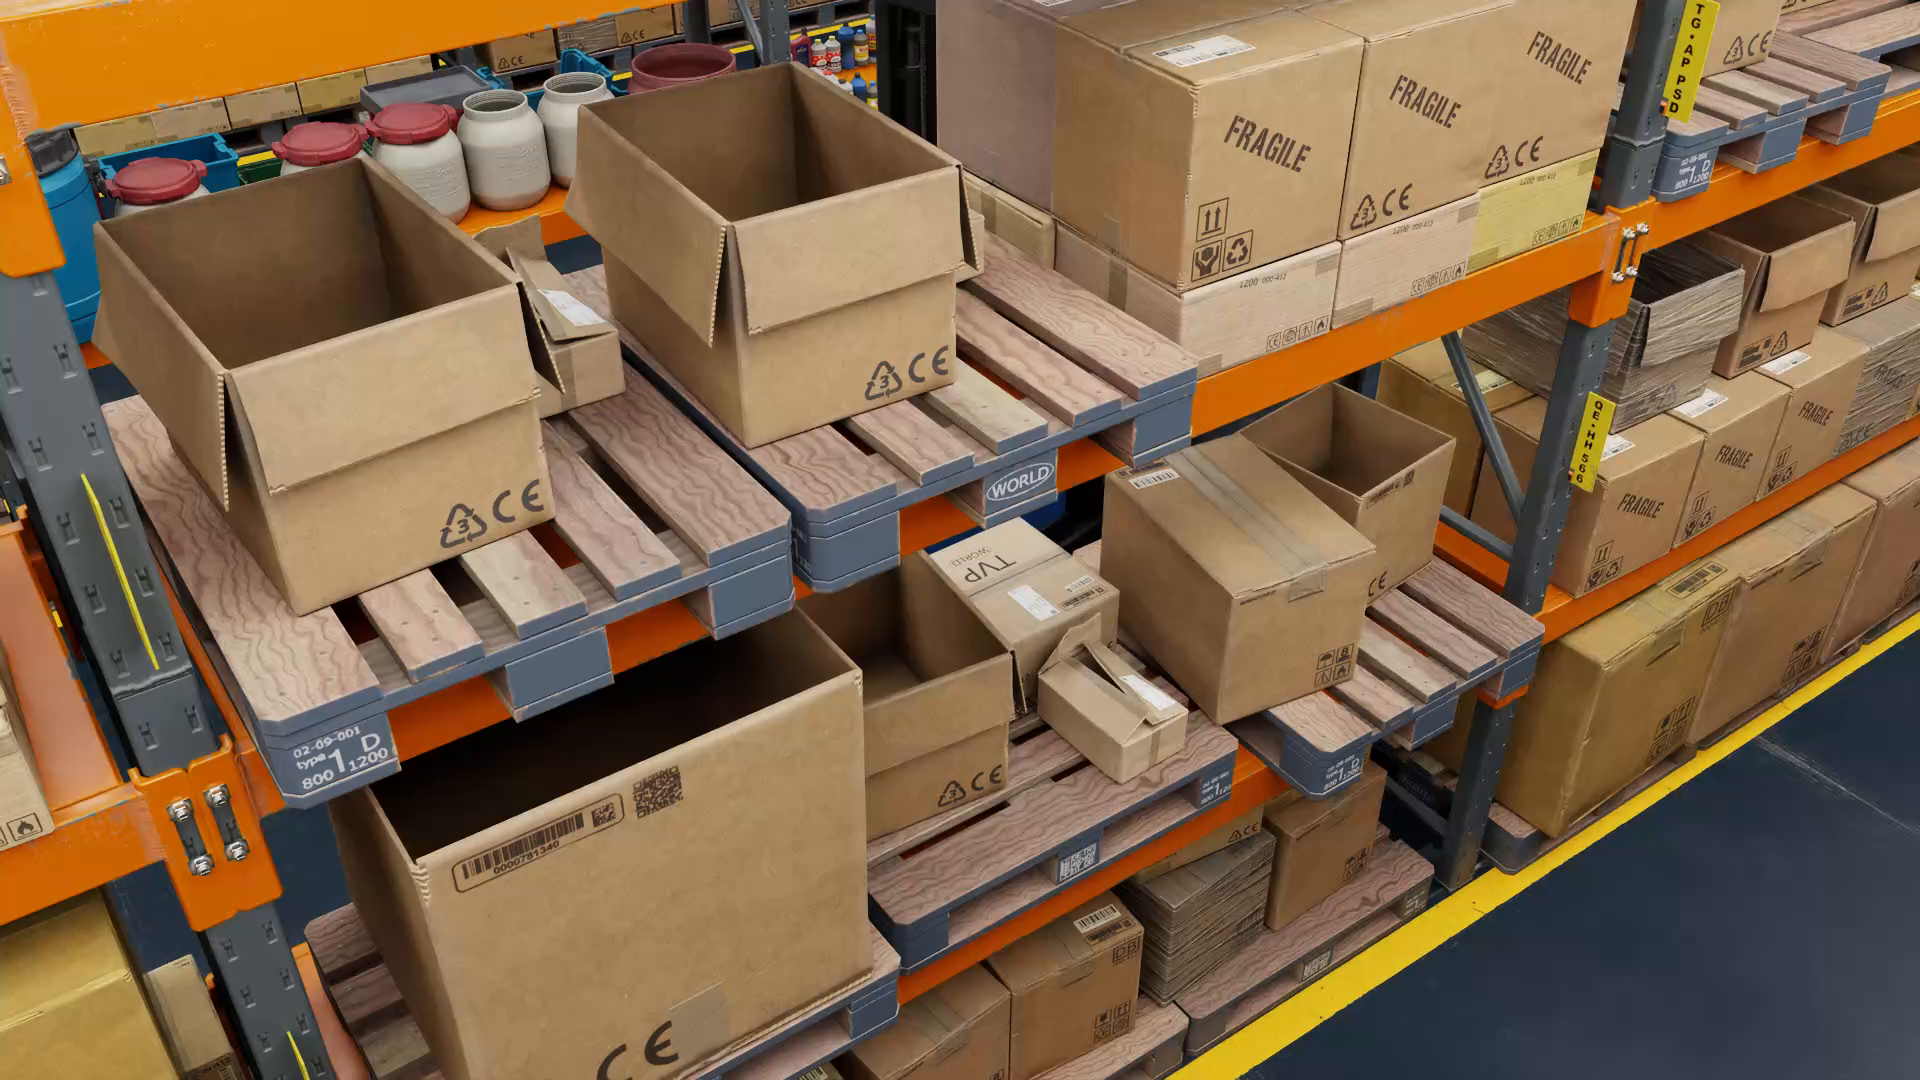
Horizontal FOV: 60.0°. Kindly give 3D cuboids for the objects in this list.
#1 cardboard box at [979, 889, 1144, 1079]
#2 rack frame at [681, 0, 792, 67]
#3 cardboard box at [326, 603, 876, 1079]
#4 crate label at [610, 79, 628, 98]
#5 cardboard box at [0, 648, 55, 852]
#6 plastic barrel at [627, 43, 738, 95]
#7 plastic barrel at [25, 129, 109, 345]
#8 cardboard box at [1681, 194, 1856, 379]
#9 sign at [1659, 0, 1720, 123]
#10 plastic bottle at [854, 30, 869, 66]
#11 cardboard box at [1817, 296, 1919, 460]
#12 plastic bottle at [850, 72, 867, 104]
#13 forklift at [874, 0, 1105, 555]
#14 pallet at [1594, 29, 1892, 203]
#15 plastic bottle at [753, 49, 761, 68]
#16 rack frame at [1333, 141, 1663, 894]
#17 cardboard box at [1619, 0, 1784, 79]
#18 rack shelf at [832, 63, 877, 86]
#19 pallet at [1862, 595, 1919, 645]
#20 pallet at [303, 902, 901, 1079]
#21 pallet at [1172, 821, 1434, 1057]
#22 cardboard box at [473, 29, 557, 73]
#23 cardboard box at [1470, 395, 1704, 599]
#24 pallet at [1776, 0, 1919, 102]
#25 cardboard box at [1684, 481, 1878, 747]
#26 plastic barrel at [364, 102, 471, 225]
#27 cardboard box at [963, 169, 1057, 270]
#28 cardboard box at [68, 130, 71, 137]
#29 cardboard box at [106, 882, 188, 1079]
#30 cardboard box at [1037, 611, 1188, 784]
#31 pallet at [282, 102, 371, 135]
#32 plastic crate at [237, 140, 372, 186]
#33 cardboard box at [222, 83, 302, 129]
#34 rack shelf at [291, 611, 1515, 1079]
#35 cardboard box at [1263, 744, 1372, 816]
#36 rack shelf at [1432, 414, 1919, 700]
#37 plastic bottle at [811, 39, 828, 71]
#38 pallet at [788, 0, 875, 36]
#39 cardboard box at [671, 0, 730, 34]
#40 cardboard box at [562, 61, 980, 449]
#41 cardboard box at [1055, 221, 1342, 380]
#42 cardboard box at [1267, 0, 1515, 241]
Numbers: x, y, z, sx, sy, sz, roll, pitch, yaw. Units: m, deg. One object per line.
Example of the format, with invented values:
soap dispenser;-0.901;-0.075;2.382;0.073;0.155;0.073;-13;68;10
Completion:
cardboard box;0.199;1.337;5.587;0.500;0.500;0.700;-19;40;-24
rack frame;-1.212;-2.485;9.136;0.127;3.000;1.000;-22;41;-28
cardboard box;-0.899;0.610;3.960;1.000;1.000;1.000;-22;41;-28
crate label;-1.773;-2.454;9.237;0.416;0.233;0.303;-22;41;-28
cardboard box;-1.851;0.345;2.760;0.500;0.250;0.500;-21;41;-26
plastic barrel;-1.417;-2.240;8.678;0.708;0.536;0.600;-22;41;-28
plastic barrel;-3.992;-1.328;7.099;0.708;0.901;0.600;-22;41;-28
cardboard box;2.782;-1.025;6.161;0.637;0.503;0.797;-21;41;-27
sign;1.952;-1.289;4.462;0.005;0.325;0.100;-22;41;-28
plastic bottle;-0.595;-2.950;9.953;0.097;0.201;0.097;0;36;0
cardboard box;3.442;-0.711;6.584;0.500;0.500;0.500;-22;41;-28
plastic bottle;-0.562;-2.450;9.198;0.097;0.271;0.097;0;36;0
forklift;0.418;-1.465;7.777;1.130;2.935;3.031;27;44;33
pallet;2.137;-1.504;5.365;1.003;0.211;1.213;-20;40;-26
plastic bottle;-1.128;-2.777;9.642;0.133;0.283;0.061;-22;41;-28
rack frame;1.641;-0.121;5.849;0.127;3.000;1.000;-22;41;-28
cardboard box;2.098;-1.791;5.154;0.637;0.503;0.797;-20;40;-25
rack shelf;0.422;-2.866;10.282;4.000;0.370;1.077;-22;41;-28
pallet;4.323;-0.039;8.123;1.213;0.211;1.003;-22;41;-28
pallet;-0.920;1.115;4.296;1.213;0.211;1.003;-22;41;-28
pallet;1.001;1.273;6.299;1.213;0.211;1.003;-22;41;-28
cardboard box;-3.526;-4.031;13.050;0.500;0.500;0.500;-21;41;-26
cardboard box;2.195;-0.195;5.867;0.500;0.500;0.500;-21;41;-27
pallet;3.049;-1.882;5.890;1.213;0.211;1.003;-20;40;-26
cardboard box;2.950;0.053;7.068;0.875;0.875;1.225;-22;41;-28
plastic barrel;-2.620;-1.804;8.073;0.433;0.535;0.433;0;36;0
cardboard box;0.275;-0.891;4.480;0.500;0.250;0.500;-21;41;-27
cardboard box;-6.441;-2.748;11.497;0.500;0.250;0.500;-21;41;-27
cardboard box;-2.032;1.185;3.693;0.500;0.500;0.875;-22;41;-28
cardboard box;0.433;0.453;4.807;0.258;0.266;0.396;-24;42;-29
pallet;-4.758;-3.460;12.880;1.213;0.211;1.003;-22;41;-28
plastic crate;-3.221;-1.774;8.329;0.662;0.188;0.450;-22;41;-28
cardboard box;-5.185;-3.268;12.221;0.500;0.250;0.500;-21;41;-27
rack shelf;0.006;0.844;5.124;4.000;0.370;1.077;-22;41;-28
cardboard box;1.110;0.650;5.899;0.500;0.250;0.500;-21;41;-26
rack shelf;3.276;-0.502;6.995;4.000;0.370;1.077;-22;41;-28
plastic bottle;-0.834;-2.852;9.816;0.097;0.201;0.097;0;36;0
pallet;-1.436;-4.772;14.704;1.213;0.211;1.003;-22;41;-28
cardboard box;-2.265;-4.554;13.777;0.500;0.500;0.500;-24;42;-29
cardboard box;-0.418;-0.634;3.545;0.637;0.503;0.797;-21;41;-26
cardboard box;0.584;-0.660;4.158;0.500;0.250;0.500;-21;41;-27
cardboard box;0.982;-1.125;4.162;0.500;0.500;0.500;-22;41;-28
